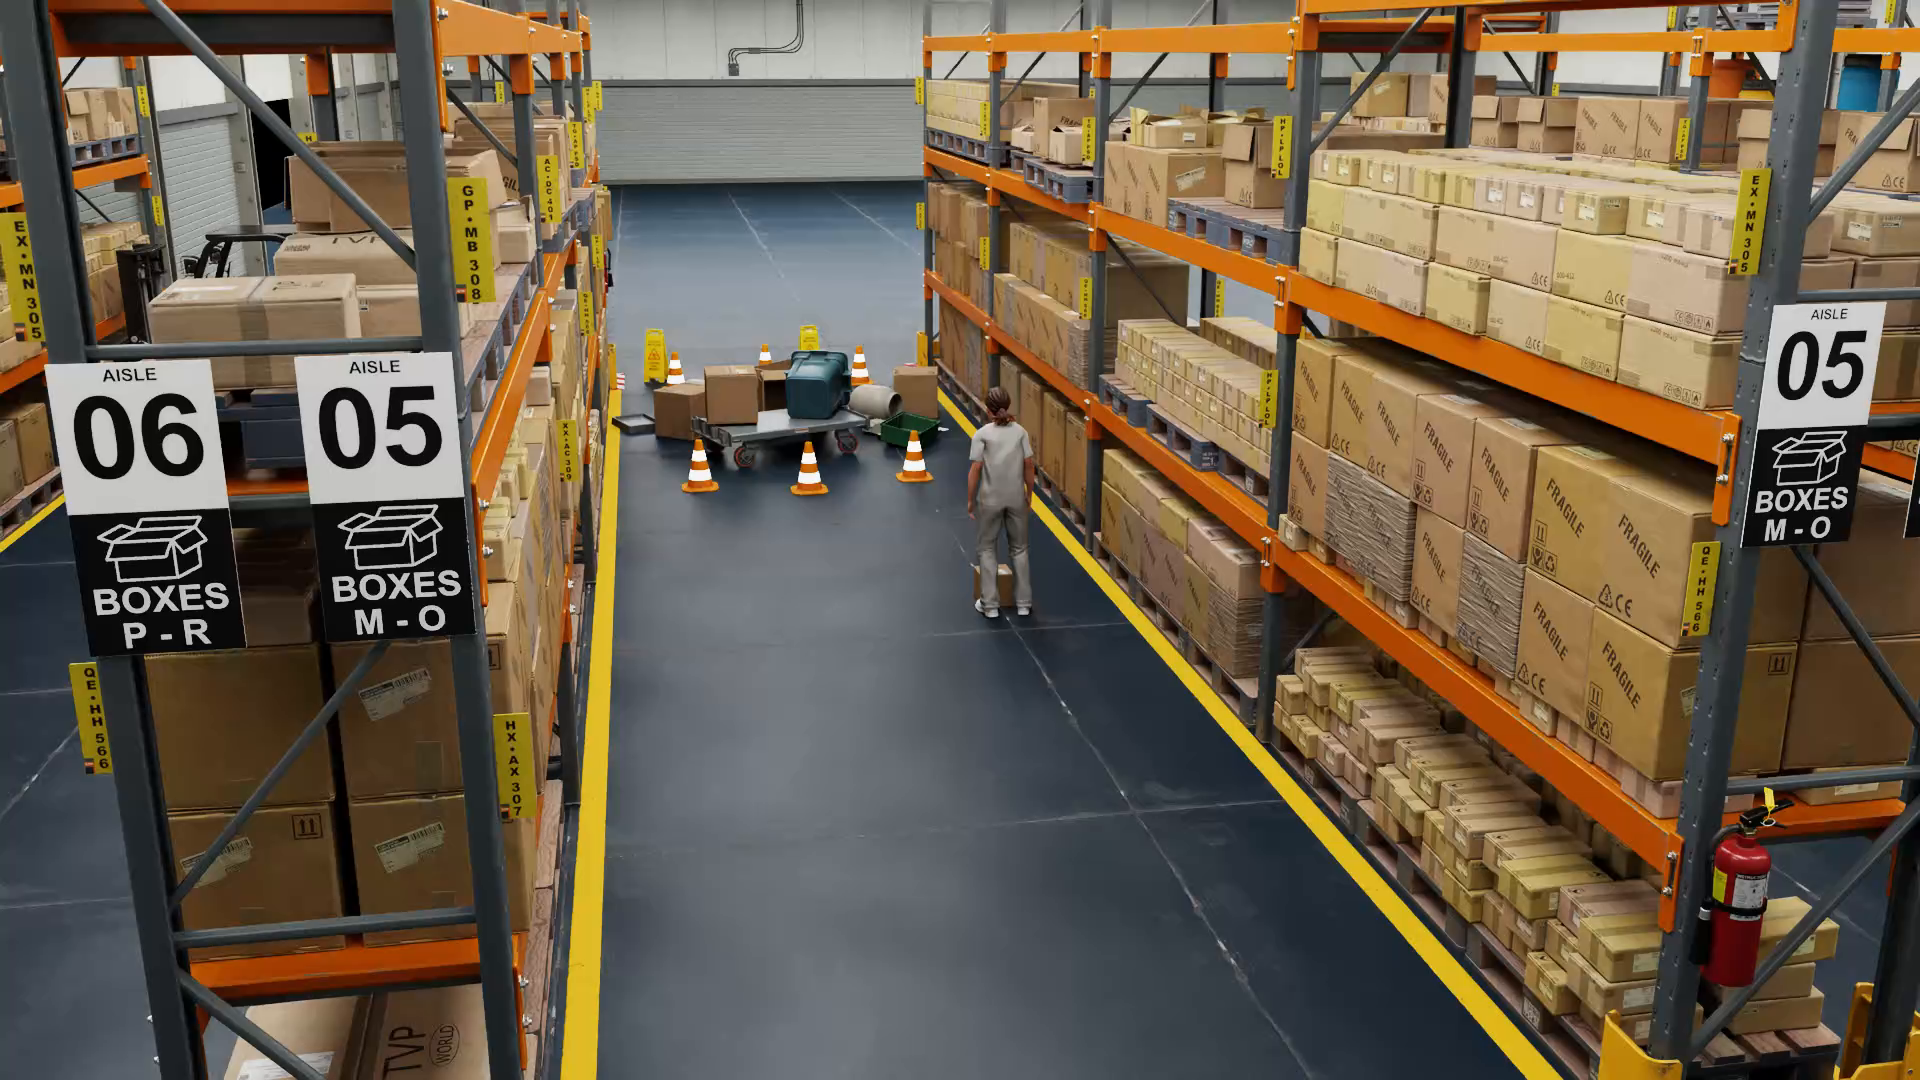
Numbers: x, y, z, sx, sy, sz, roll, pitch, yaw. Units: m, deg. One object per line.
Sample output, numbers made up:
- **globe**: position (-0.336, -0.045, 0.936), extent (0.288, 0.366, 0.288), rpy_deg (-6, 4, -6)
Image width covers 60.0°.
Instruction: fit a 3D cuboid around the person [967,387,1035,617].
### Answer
- **person**: position (0.300, -0.272, 11.960), extent (0.513, 1.673, 0.355), rpy_deg (-4, 17, -13)
